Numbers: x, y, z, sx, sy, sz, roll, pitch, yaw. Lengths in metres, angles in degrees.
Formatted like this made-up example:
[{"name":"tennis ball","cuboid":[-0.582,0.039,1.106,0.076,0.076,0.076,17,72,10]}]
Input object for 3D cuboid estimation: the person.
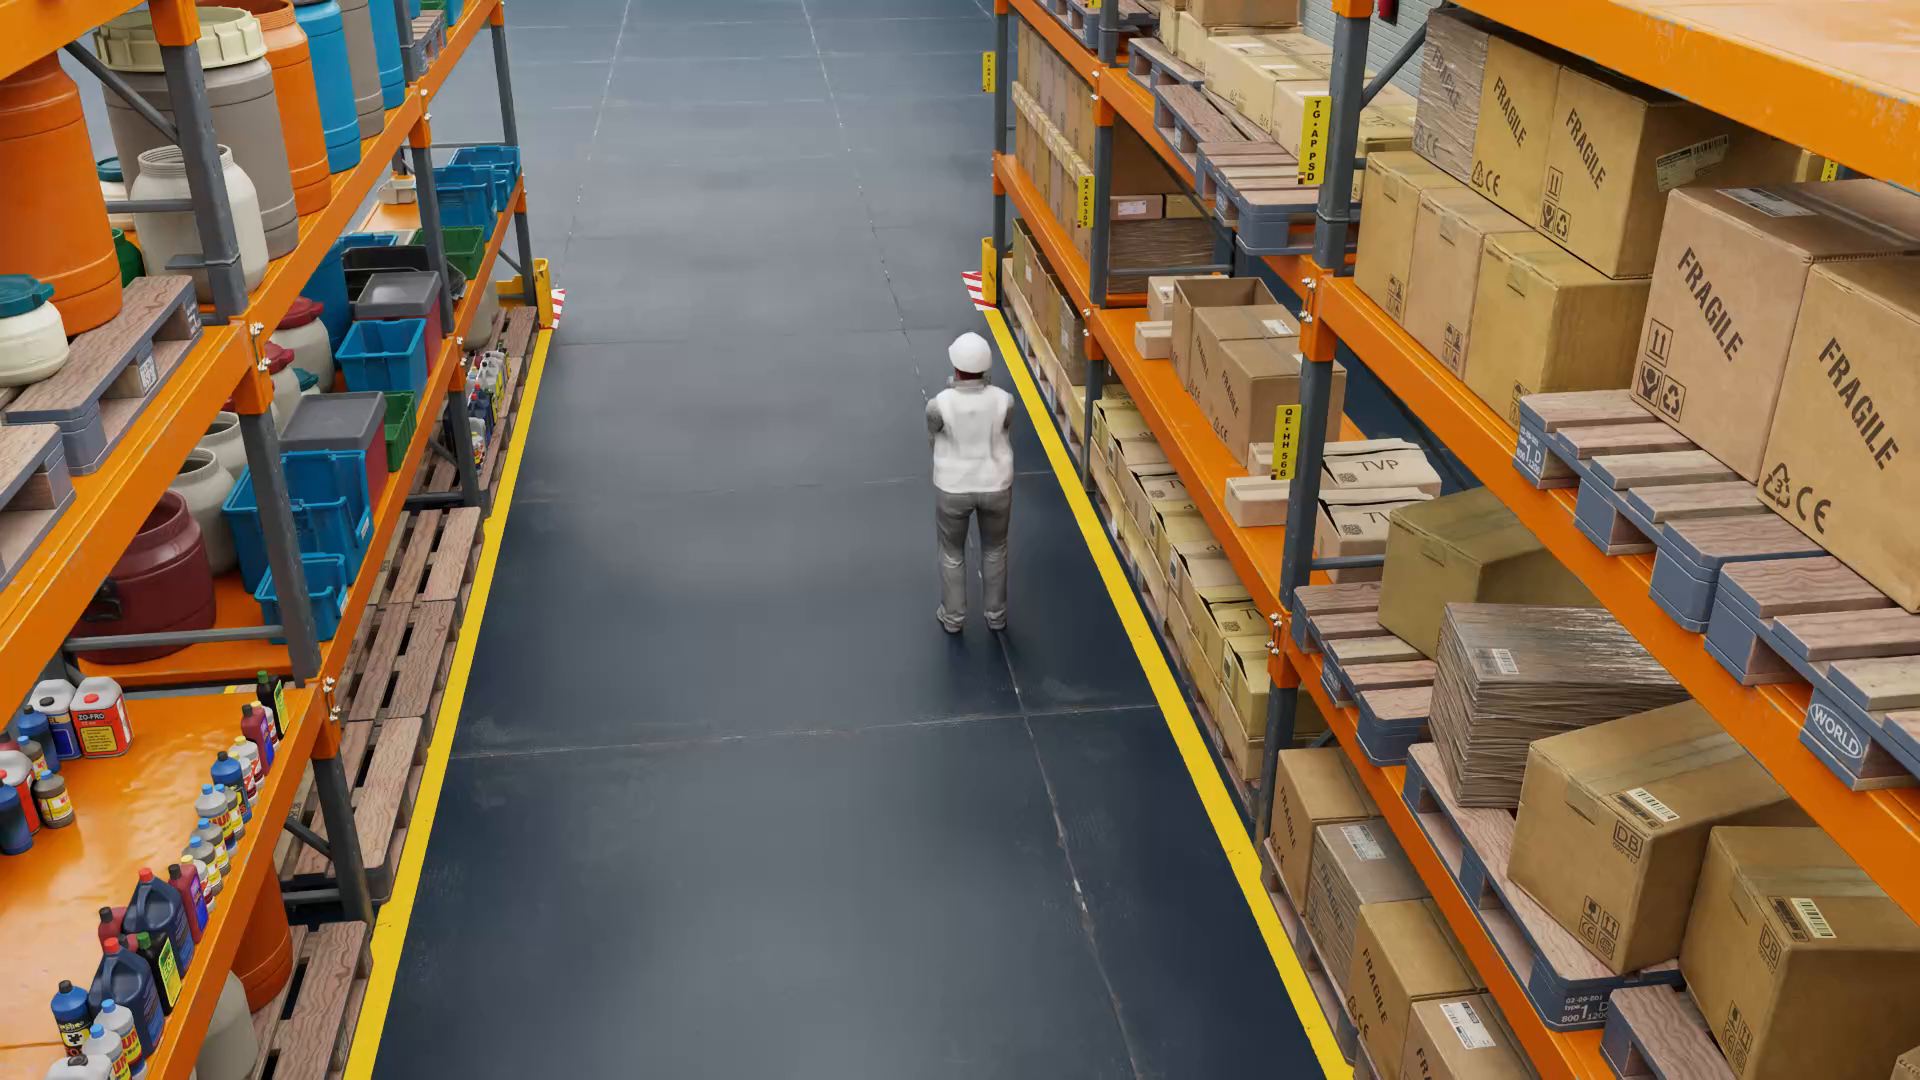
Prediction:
[{"name":"person","cuboid":[0.045,-0.348,9.277,0.495,1.772,0.558,-4,27,-7]}]
